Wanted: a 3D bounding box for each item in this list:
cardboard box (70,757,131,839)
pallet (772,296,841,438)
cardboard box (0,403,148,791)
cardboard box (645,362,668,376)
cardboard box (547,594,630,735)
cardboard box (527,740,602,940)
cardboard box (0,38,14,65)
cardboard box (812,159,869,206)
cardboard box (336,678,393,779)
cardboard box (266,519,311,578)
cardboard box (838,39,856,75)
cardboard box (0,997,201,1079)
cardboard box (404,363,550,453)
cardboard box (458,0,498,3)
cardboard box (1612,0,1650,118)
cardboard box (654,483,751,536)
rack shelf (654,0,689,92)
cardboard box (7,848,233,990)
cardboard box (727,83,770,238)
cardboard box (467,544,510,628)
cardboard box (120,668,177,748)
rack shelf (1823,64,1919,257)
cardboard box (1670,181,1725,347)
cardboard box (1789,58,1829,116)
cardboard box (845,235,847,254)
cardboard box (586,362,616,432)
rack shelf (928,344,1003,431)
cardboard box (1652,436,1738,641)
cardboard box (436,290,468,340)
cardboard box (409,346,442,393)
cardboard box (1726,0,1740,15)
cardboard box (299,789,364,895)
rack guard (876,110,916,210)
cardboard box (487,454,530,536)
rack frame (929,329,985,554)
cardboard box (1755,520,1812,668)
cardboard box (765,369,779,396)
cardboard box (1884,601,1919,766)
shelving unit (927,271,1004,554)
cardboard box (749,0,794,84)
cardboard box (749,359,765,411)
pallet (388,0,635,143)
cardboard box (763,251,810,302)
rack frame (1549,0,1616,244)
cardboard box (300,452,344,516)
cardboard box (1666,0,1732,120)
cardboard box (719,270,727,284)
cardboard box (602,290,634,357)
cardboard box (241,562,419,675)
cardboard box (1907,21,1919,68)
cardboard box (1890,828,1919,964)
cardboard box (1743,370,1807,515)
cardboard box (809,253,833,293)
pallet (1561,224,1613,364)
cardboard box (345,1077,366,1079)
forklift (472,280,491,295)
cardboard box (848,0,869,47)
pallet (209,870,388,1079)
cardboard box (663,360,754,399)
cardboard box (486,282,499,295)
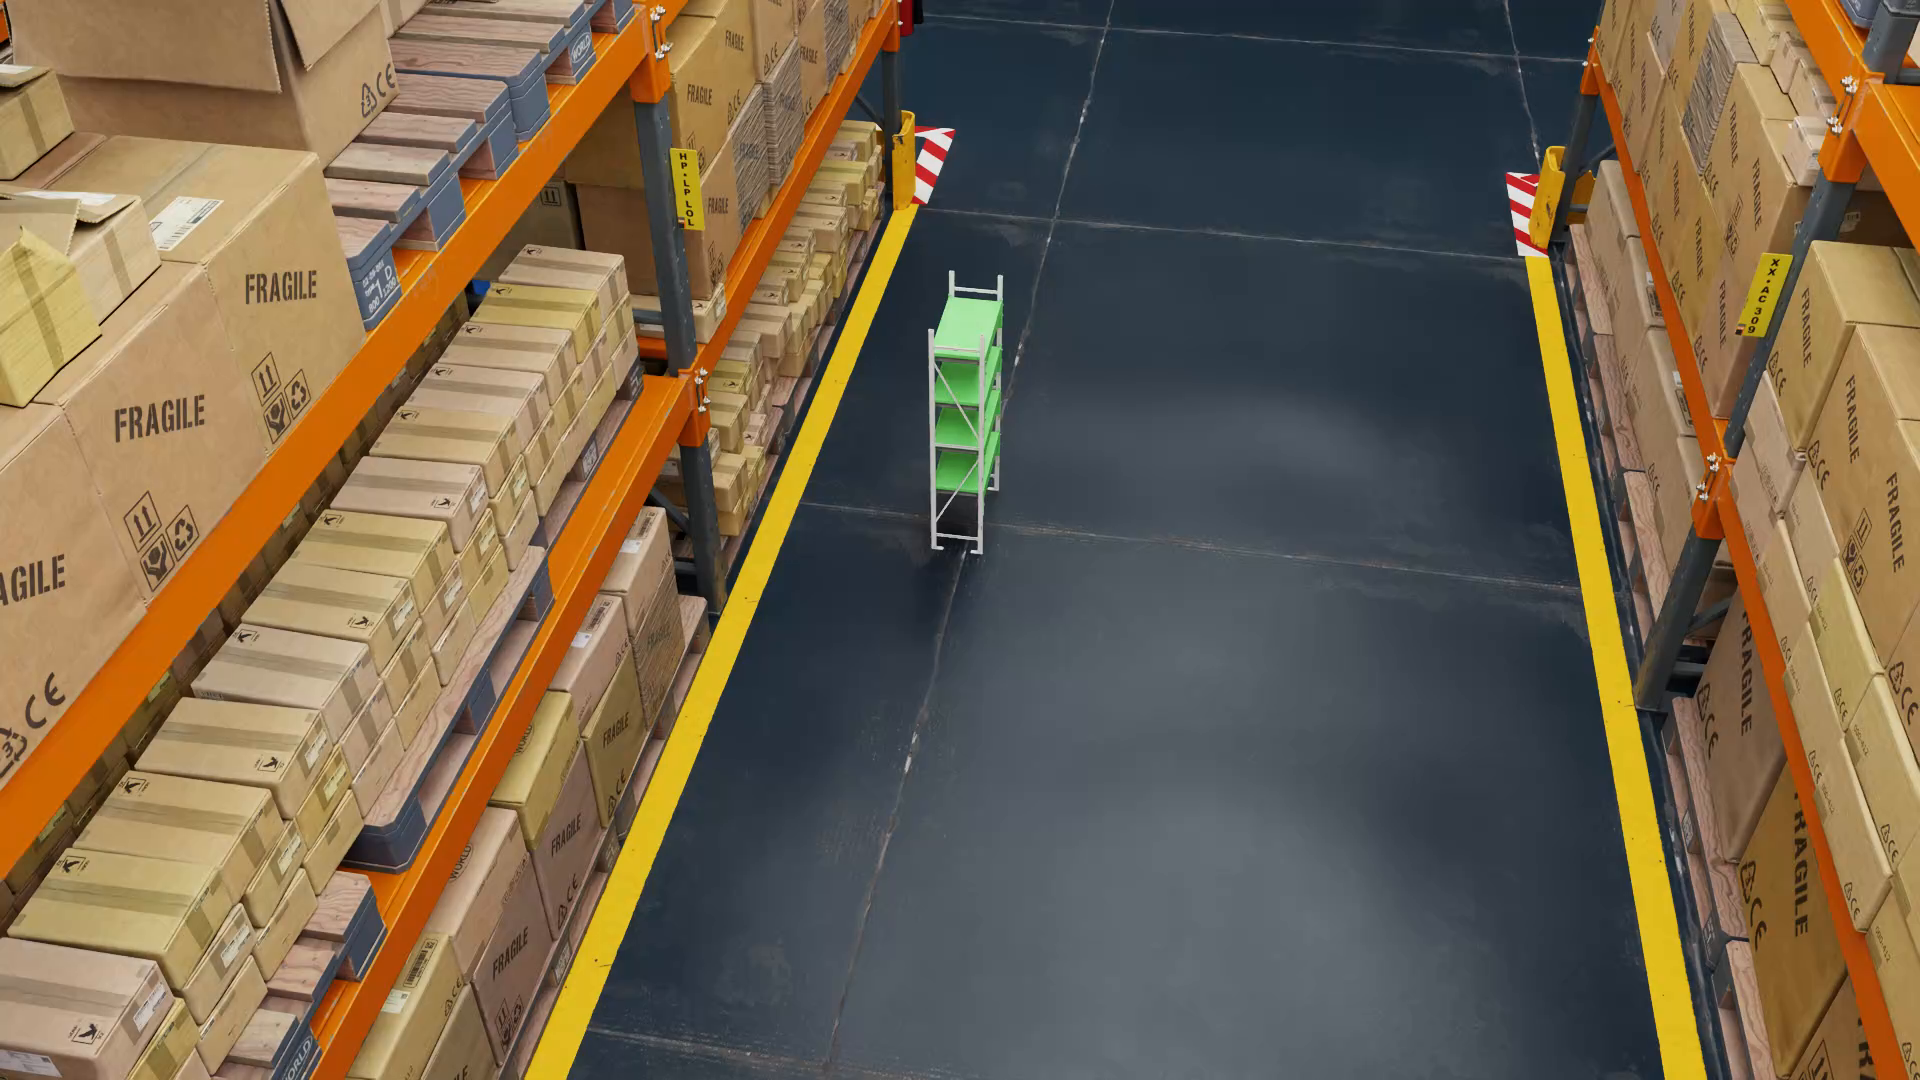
[{"bbox_3d":[-2.478,0.705,4.507,0.380,0.149,0.250,6,40,7],"label":"cardboard box"},{"bbox_3d":[-1.264,-1.025,8.921,1.003,0.211,1.213,6,40,8],"label":"pallet"},{"bbox_3d":[-1.886,0.080,2.964,0.500,0.500,0.500,6,40,8],"label":"cardboard box"},{"bbox_3d":[-1.586,-0.927,8.055,0.380,0.149,0.250,8,40,9],"label":"cardboard box"},{"bbox_3d":[-1.536,0.422,6.026,0.500,0.250,0.500,8,40,10],"label":"cardboard box"},{"bbox_3d":[-1.616,1.030,5.879,0.500,0.500,0.500,6,40,7],"label":"cardboard box"},{"bbox_3d":[-5.919,-2.389,9.720,0.875,0.875,0.875,6,40,8],"label":"cardboard box"},{"bbox_3d":[-0.724,-2.021,9.379,0.380,0.149,0.250,6,40,7],"label":"cardboard box"},{"bbox_3d":[-1.790,0.490,4.535,0.380,0.149,0.250,6,40,8],"label":"cardboard box"},{"bbox_3d":[-2.296,0.045,5.306,0.380,0.149,0.250,6,40,7],"label":"cardboard box"},{"bbox_3d":[-0.770,-2.611,8.848,0.380,0.149,0.250,7,40,9],"label":"cardboard box"},{"bbox_3d":[-1.965,1.143,3.745,0.380,0.149,0.250,8,40,10],"label":"cardboard box"},{"bbox_3d":[-1.569,-0.432,5.416,0.380,0.149,0.250,6,40,8],"label":"cardboard box"},{"bbox_3d":[-1.728,-2.037,5.195,0.700,0.500,0.500,6,40,8],"label":"cardboard box"},{"bbox_3d":[3.605,-2.383,8.297,0.500,0.500,0.500,6,40,7],"label":"cardboard box"},{"bbox_3d":[-1.175,-0.163,7.598,0.380,0.149,0.250,5,40,6],"label":"cardboard box"},{"bbox_3d":[-1.208,-3.041,7.381,1.077,0.370,4.000,6,40,8],"label":"rack shelf"},{"bbox_3d":[-1.932,0.872,3.839,0.380,0.149,0.250,5,40,6],"label":"cardboard box"},{"bbox_3d":[-1.142,-1.654,7.182,0.500,0.500,0.500,6,40,8],"label":"cardboard box"},{"bbox_3d":[-1.650,0.117,5.219,0.380,0.149,0.250,8,40,10],"label":"cardboard box"},{"bbox_3d":[-2.433,0.418,4.622,0.380,0.149,0.250,6,40,7],"label":"cardboard box"},{"bbox_3d":[2.992,-0.048,3.761,1.077,0.370,4.000,6,40,8],"label":"rack shelf"},{"bbox_3d":[3.251,-1.106,6.752,0.500,0.500,0.500,5,40,7],"label":"cardboard box"},{"bbox_3d":[3.284,-1.635,6.099,0.380,0.149,0.250,6,40,8],"label":"cardboard box"},{"bbox_3d":[-0.853,-1.642,9.386,0.380,0.149,0.250,7,40,8],"label":"cardboard box"},{"bbox_3d":[-1.472,-0.538,6.011,0.380,0.149,0.250,7,40,8],"label":"cardboard box"},{"bbox_3d":[0.029,-0.702,7.478,0.258,0.148,0.480,6,40,8],"label":"rack shelf"},{"bbox_3d":[3.553,0.019,7.151,0.875,0.438,0.875,6,40,7],"label":"cardboard box"},{"bbox_3d":[-2.076,-0.890,6.203,0.380,0.149,0.250,7,40,8],"label":"cardboard box"},{"bbox_3d":[-2.118,-0.601,6.087,0.380,0.149,0.250,7,40,8],"label":"cardboard box"},{"bbox_3d":[3.390,-2.278,6.876,0.380,0.149,0.250,6,40,8],"label":"cardboard box"},{"bbox_3d":[-1.832,0.773,4.426,0.380,0.149,0.250,8,40,10],"label":"cardboard box"},{"bbox_3d":[-0.875,-2.406,10.365,1.175,0.500,0.348,6,40,8],"label":"rack guard"},{"bbox_3d":[-1.608,-0.159,5.319,0.380,0.149,0.250,4,40,5],"label":"cardboard box"},{"bbox_3d":[-0.014,-0.413,7.405,0.240,1.200,0.015,6,40,8],"label":"rack frame"},{"bbox_3d":[2.914,0.205,5.362,0.500,0.250,0.500,5,40,7],"label":"cardboard box"},{"bbox_3d":[-1.130,-0.829,8.403,0.380,0.149,0.250,5,40,6],"label":"cardboard box"},{"bbox_3d":[2.746,0.358,4.196,0.500,0.500,0.500,6,40,7],"label":"cardboard box"},{"bbox_3d":[0.029,-0.566,7.590,0.258,1.200,0.503,6,40,8],"label":"shelving unit"},{"bbox_3d":[-1.044,-2.341,7.228,0.500,0.500,0.500,7,40,8],"label":"cardboard box"},{"bbox_3d":[-1.165,-0.771,8.100,0.380,0.149,0.250,4,40,5],"label":"cardboard box"},{"bbox_3d":[-1.766,-1.615,5.239,1.213,0.211,1.003,6,40,8],"label":"pallet"},{"bbox_3d":[-0.995,-1.370,8.591,0.380,0.149,0.250,7,40,8],"label":"cardboard box"},{"bbox_3d":[4.031,-2.935,9.042,1.000,3.000,0.127,6,40,8],"label":"rack frame"},{"bbox_3d":[-2.252,-0.232,5.408,0.380,0.149,0.250,8,40,9],"label":"cardboard box"},{"bbox_3d":[3.418,-2.127,7.202,0.500,0.500,0.500,7,40,8],"label":"cardboard box"},{"bbox_3d":[-1.212,-1.122,7.047,0.380,0.149,0.250,7,40,9],"label":"cardboard box"},{"bbox_3d":[-1.429,-0.815,6.113,0.380,0.149,0.250,8,40,9],"label":"cardboard box"},{"bbox_3d":[-1.750,0.216,4.633,0.380,0.149,0.250,8,40,9],"label":"cardboard box"},{"bbox_3d":[2.907,-1.415,4.626,0.396,0.266,0.258,6,40,7],"label":"cardboard box"},{"bbox_3d":[2.633,0.973,4.041,0.500,0.250,0.500,5,40,7],"label":"cardboard box"},{"bbox_3d":[2.985,-0.314,5.598,0.500,0.250,0.500,5,40,6],"label":"cardboard box"},{"bbox_3d":[-0.900,-1.421,8.885,0.380,0.149,0.250,8,40,10],"label":"cardboard box"},{"bbox_3d":[3.969,-1.350,9.314,1.003,0.211,1.213,6,40,8],"label":"pallet"},{"bbox_3d":[-1.889,1.710,4.468,0.500,0.250,0.500,5,40,6],"label":"cardboard box"},{"bbox_3d":[-3.200,-2.069,8.049,3.031,2.935,1.130,-28,47,-30],"label":"forklift"},{"bbox_3d":[-0.781,-2.937,8.733,0.500,0.500,0.500,6,40,7],"label":"cardboard box"},{"bbox_3d":[-2.228,1.219,4.170,1.213,0.211,1.003,6,40,8],"label":"pallet"},{"bbox_3d":[-1.189,-0.723,7.808,0.380,0.149,0.250,6,40,7],"label":"cardboard box"},{"bbox_3d":[-1.735,-1.015,6.918,0.380,0.149,0.250,6,40,7],"label":"cardboard box"}]
